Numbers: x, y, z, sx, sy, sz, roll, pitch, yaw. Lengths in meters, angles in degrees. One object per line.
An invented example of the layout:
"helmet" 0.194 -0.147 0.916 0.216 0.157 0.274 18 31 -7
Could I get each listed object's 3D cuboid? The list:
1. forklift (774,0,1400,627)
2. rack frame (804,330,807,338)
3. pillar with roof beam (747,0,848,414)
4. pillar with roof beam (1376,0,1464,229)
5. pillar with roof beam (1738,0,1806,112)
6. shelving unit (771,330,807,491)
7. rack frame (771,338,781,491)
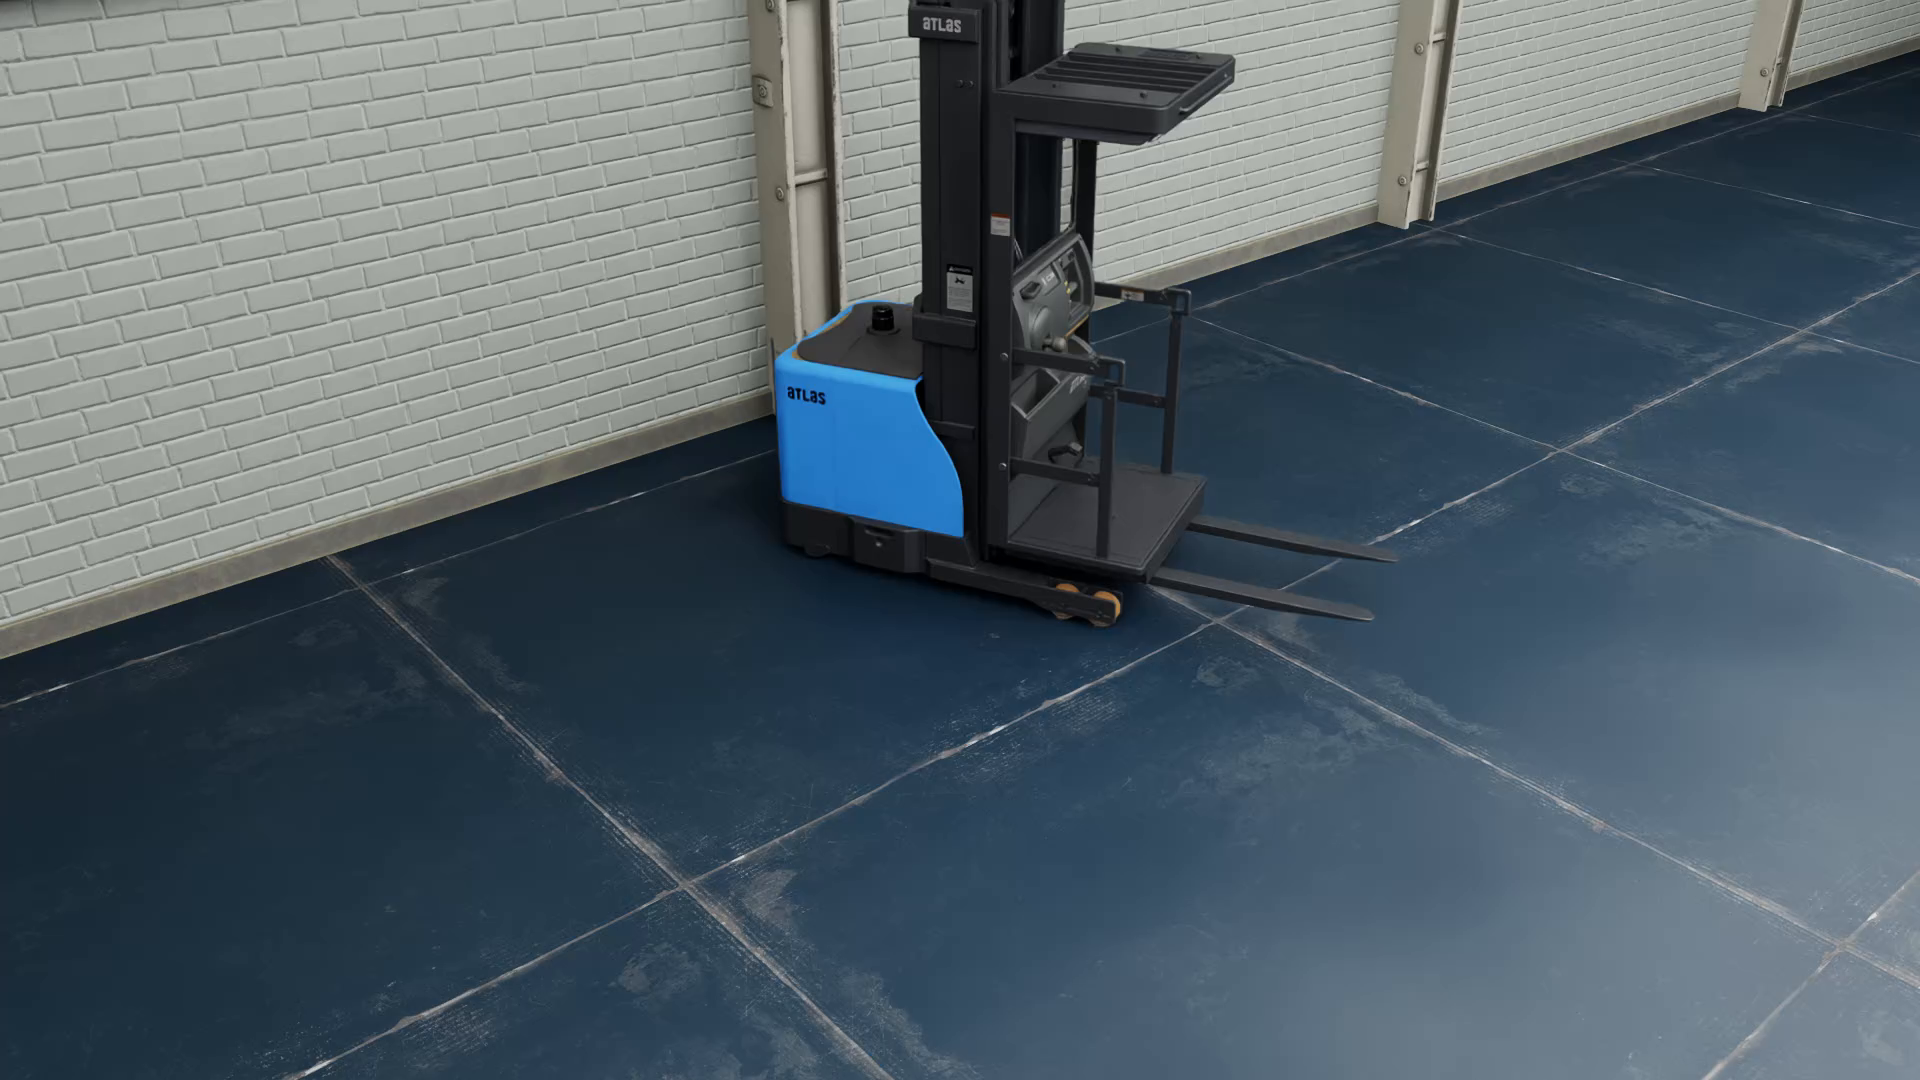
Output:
"forklift" 0.632 -1.162 7.815 3.031 2.935 1.130 12 30 21
"rack frame" -0.769 -0.685 9.077 0.006 0.900 0.240 -18 33 -30
"pillar with roof beam" 1.878 -3.220 5.228 0.400 9.000 9.100 -22 35 -35
"pillar with roof beam" 6.442 -5.056 8.663 0.400 9.000 9.100 -22 35 -35
"pillar with roof beam" 11.007 -6.891 12.098 0.400 9.000 9.100 -22 35 -35
"shelving unit" -0.853 -0.658 9.027 0.210 0.900 0.258 -18 33 -30
"rack frame" -0.937 -0.631 8.976 0.006 0.900 0.240 -18 33 -30
